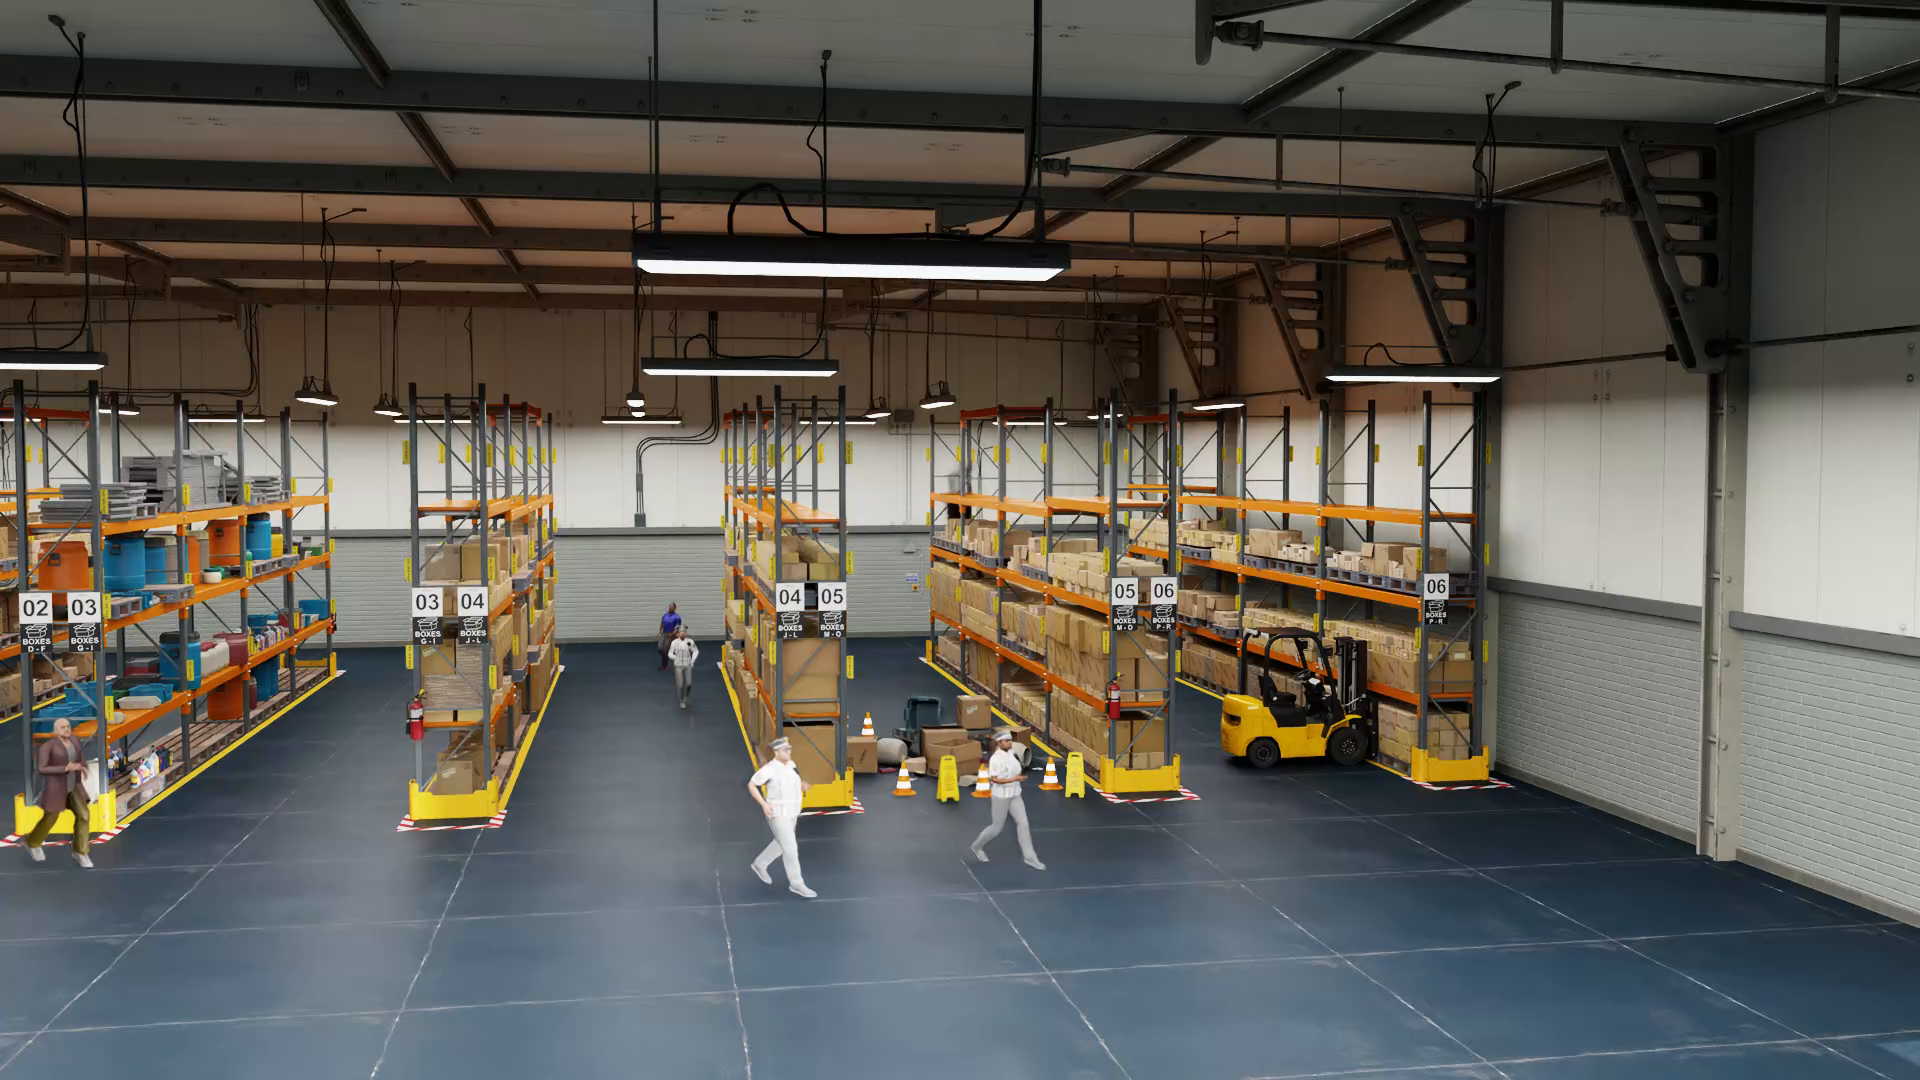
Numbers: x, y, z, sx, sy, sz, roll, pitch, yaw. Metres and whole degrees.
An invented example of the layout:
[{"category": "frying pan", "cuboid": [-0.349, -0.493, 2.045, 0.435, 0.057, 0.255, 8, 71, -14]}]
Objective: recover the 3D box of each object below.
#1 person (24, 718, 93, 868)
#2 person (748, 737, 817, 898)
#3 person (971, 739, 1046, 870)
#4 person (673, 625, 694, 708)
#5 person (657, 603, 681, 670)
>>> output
[{"category": "person", "cuboid": [-11.005, 3.084, 20.353, 0.988, 1.837, 0.729, 2, 3, 28]}, {"category": "person", "cuboid": [-2.029, 3.128, 18.999, 0.976, 1.782, 0.658, 1, 3, 27]}, {"category": "person", "cuboid": [0.591, 3.136, 20.189, 0.995, 1.636, 0.586, 2, 4, 40]}, {"category": "person", "cuboid": [-5.459, 2.503, 32.871, 0.414, 1.649, 0.521, -1, 3, -11]}, {"category": "person", "cuboid": [-6.805, 2.250, 38.783, 0.613, 1.577, 0.505, 1, 3, 15]}]
